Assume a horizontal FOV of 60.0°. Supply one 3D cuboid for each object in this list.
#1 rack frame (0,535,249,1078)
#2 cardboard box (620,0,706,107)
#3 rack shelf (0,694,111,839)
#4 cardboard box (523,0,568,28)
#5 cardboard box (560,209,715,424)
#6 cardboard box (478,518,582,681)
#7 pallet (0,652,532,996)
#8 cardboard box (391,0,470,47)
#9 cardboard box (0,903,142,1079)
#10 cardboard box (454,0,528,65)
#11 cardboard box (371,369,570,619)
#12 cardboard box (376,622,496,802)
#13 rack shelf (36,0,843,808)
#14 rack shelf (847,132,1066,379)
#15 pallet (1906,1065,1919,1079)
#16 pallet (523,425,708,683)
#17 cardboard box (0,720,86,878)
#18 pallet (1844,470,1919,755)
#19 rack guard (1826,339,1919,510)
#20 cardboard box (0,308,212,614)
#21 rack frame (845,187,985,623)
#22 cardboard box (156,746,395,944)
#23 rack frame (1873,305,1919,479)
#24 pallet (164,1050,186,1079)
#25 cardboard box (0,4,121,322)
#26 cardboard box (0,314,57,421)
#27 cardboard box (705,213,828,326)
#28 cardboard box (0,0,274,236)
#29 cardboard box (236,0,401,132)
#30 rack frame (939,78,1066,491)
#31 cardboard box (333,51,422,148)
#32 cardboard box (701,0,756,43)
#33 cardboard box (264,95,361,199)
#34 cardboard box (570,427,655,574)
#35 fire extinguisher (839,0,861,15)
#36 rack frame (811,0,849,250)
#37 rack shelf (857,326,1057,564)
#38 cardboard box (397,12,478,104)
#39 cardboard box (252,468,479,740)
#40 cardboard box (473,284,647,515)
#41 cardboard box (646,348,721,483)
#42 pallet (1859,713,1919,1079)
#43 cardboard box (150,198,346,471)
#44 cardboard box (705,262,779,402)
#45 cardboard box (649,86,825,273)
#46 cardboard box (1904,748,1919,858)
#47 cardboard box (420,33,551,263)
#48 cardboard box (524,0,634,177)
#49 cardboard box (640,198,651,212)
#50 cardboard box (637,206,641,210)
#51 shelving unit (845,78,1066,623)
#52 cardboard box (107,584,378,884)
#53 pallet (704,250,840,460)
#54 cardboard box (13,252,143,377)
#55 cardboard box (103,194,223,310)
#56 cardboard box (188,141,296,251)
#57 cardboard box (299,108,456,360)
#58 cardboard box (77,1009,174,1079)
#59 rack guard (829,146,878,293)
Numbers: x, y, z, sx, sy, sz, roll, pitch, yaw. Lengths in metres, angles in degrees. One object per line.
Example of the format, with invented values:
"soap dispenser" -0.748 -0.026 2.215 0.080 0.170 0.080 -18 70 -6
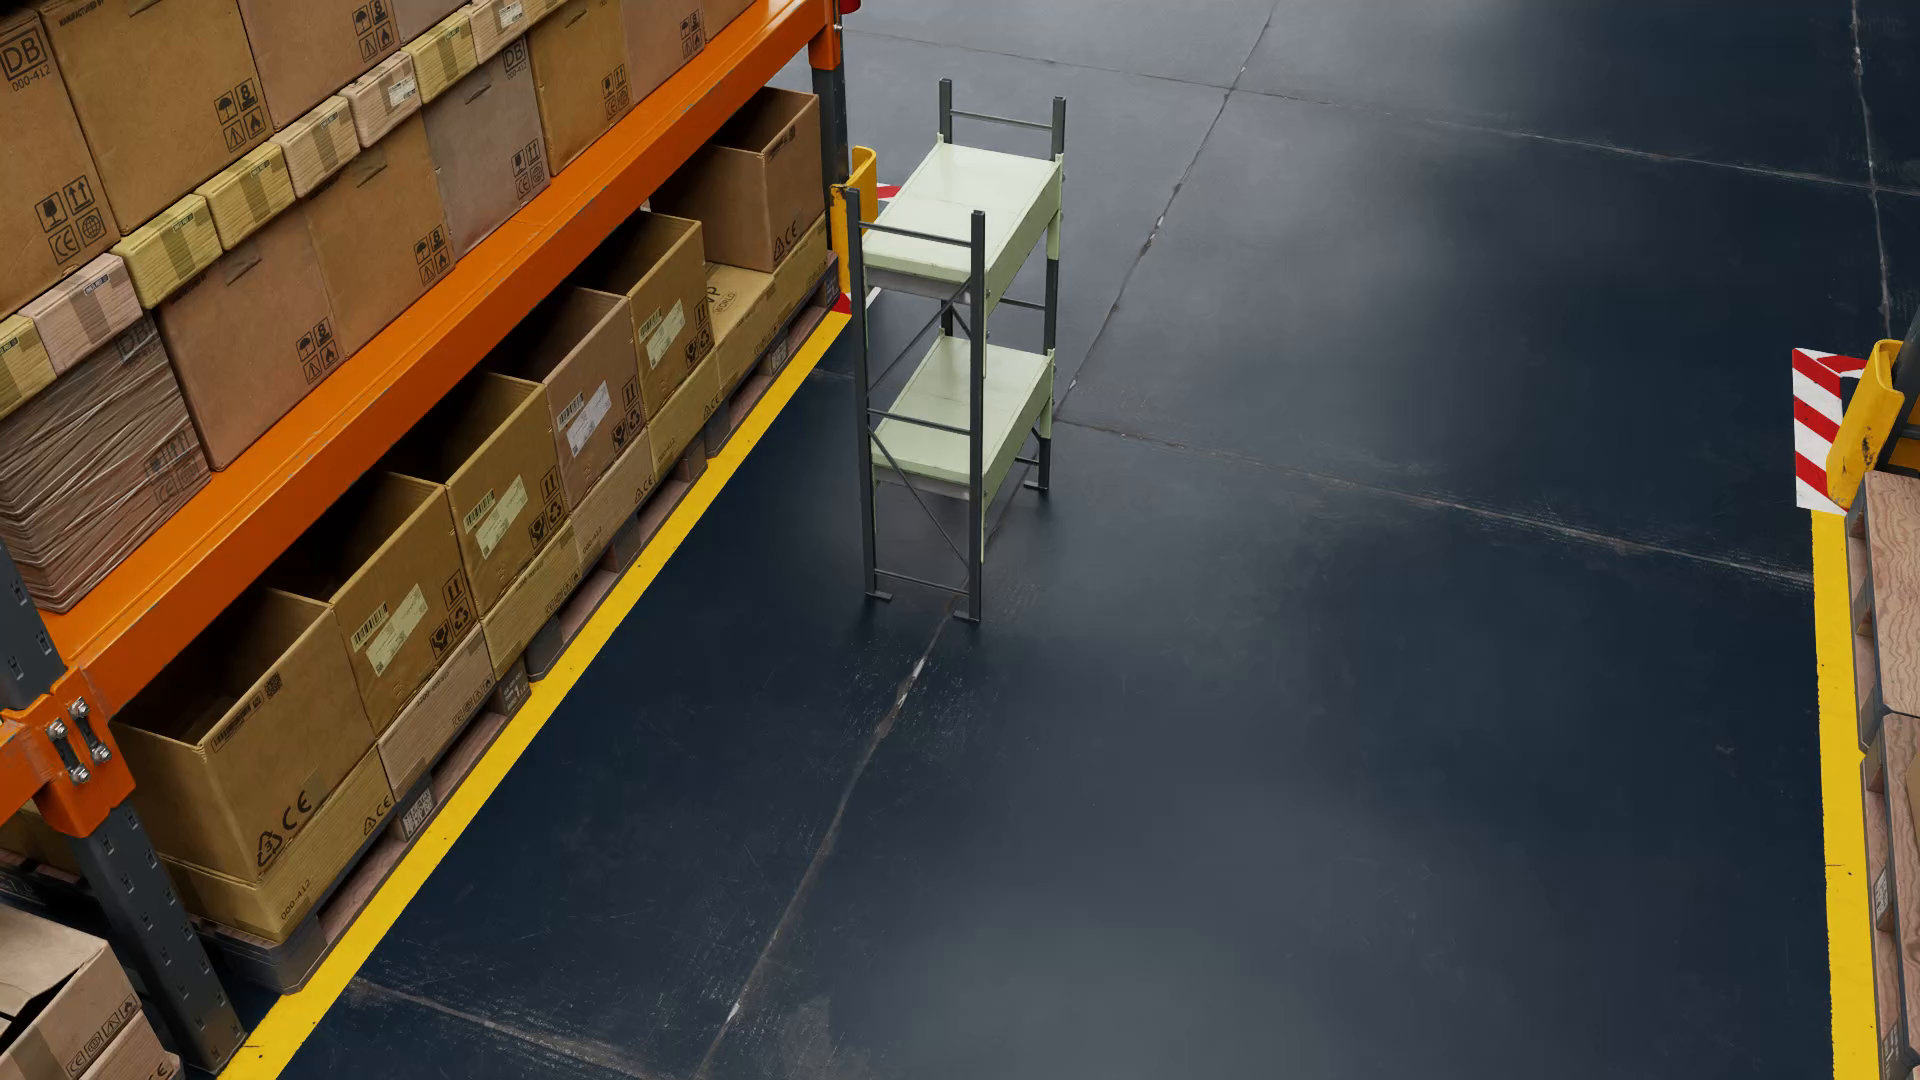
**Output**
"rack frame" -2.312 0.058 3.371 1.000 3.000 0.127 13 42 15
"cardboard box" -1.291 -1.816 5.491 0.700 0.500 0.500 14 43 16
"rack shelf" -2.996 1.552 2.174 1.077 0.370 4.000 13 42 15
"cardboard box" -1.337 -1.601 4.739 0.380 0.149 0.250 14 43 16
"cardboard box" -1.176 -0.774 5.564 0.500 0.500 0.500 13 42 15
"cardboard box" -1.517 0.121 5.092 0.500 0.250 0.500 13 42 15
"pallet" -2.000 0.643 4.833 1.003 0.211 1.213 13 42 15
"cardboard box" -1.651 -1.664 4.312 0.700 0.500 0.500 13 42 15
"cardboard box" -2.181 1.042 3.581 0.500 0.311 0.500 13 42 15
"cardboard box" -1.424 -1.444 4.555 0.380 0.149 0.250 13 42 14
"cardboard box" -1.517 -0.164 4.849 0.500 0.500 0.500 13 42 15
"cardboard box" -1.692 0.425 4.736 0.500 0.250 0.500 13 42 15
"rack shelf" -1.628 -0.888 5.034 1.077 0.370 4.000 13 42 15
"rack shelf" 0.002 -0.872 5.015 0.431 0.370 0.720 13 42 15
"pallet" 2.541 1.799 3.479 1.003 0.211 1.213 13 42 15
"pallet" -1.585 -0.103 5.709 1.003 0.211 1.213 13 42 15
"cardboard box" -2.358 0.613 4.515 0.500 0.250 0.500 13 42 15
"pallet" 3.376 0.310 5.223 1.003 0.211 1.213 13 42 15
"rack guard" 3.687 -0.287 5.701 1.175 0.500 0.348 13 42 15
"cardboard box" -2.166 -0.252 3.657 0.700 0.500 0.500 12 42 14
"rack frame" -0.123 -0.351 5.006 0.400 1.500 0.023 13 42 15
"cardboard box" -1.868 0.729 4.380 0.500 0.250 0.500 13 42 15
"rack frame" 3.713 -1.284 4.944 1.000 3.000 0.127 13 42 15
"pallet" -2.527 1.577 3.739 1.003 0.211 1.213 13 42 15
"cardboard box" -2.166 -0.745 3.236 0.700 0.500 0.500 13 42 15
"cardboard box" -2.038 -0.348 3.270 0.380 0.149 0.250 13 42 15
"cardboard box" -0.850 -1.103 6.526 0.500 0.250 0.500 13 42 15
"cardboard box" -1.994 -1.054 3.598 0.700 0.500 0.500 13 42 15
"cardboard box" -1.822 -1.359 3.956 0.700 0.500 0.500 13 42 15
"rack frame" 0.127 -0.798 5.530 0.400 1.500 0.023 13 42 15
"cardboard box" -1.601 -1.134 4.192 0.380 0.149 0.250 12 42 14
"cardboard box" -1.115 -2.138 5.867 0.700 0.500 0.500 13 42 15
"cardboard box" -1.689 -0.971 4.000 0.380 0.149 0.250 12 42 14
"cardboard box" -1.351 -0.185 5.451 0.500 0.250 0.500 13 42 15
"fire extinguisher" -0.467 -2.321 6.219 0.296 0.674 0.183 13 42 15
"rack frame" -0.944 -2.382 6.230 1.000 3.000 0.127 13 42 15
"rack shelf" 0.002 -0.327 5.480 0.431 0.370 0.720 13 42 15
"cardboard box" -1.511 -1.293 4.378 0.380 0.149 0.250 13 42 15
"cardboard box" -1.695 0.139 4.493 0.500 0.500 0.500 13 42 15
"cardboard box" -1.348 -0.470 5.206 0.500 0.500 0.500 13 42 15
"cardboard box" -1.179 -0.490 5.808 0.500 0.250 0.500 13 42 15
"pallet" 2.957 1.052 4.354 1.003 0.211 1.213 13 42 15
"cardboard box" -1.992 -0.575 4.036 0.700 0.500 0.500 13 42 15
"cardboard box" -1.009 -0.795 6.166 0.500 0.250 0.500 13 42 15
"cardboard box" -0.848 -1.387 6.282 0.500 0.500 0.500 13 42 15
"cardboard box" 2.899 0.685 4.223 0.700 0.500 0.500 11 42 12
"cardboard box" -1.642 -1.193 4.760 0.700 0.500 0.500 15 43 16
"cardboard box" -1.466 -1.515 5.137 0.700 0.500 0.500 14 42 15
"cardboard box" -1.336 -1.218 6.661 0.500 0.250 0.500 13 42 15
"cardboard box" -1.505 -1.197 6.060 0.500 0.500 0.500 13 42 15
"shelving unit" 0.002 -0.575 5.268 0.431 1.500 0.755 13 42 15
"cardboard box" -1.859 0.446 4.134 0.500 0.500 0.500 13 42 15
"pallet" -1.166 -0.845 6.578 1.003 0.211 1.213 13 42 15
"cardboard box" -1.952 -0.501 3.449 0.380 0.149 0.250 14 42 16
"cardboard box" -1.865 -0.659 3.634 0.380 0.149 0.250 12 42 14
"cardboard box" -1.777 -0.819 3.822 0.380 0.149 0.250 13 42 15
"cardboard box" -1.816 -0.880 4.394 0.700 0.500 0.500 14 42 16
"cardboard box" -2.181 1.262 3.755 0.500 0.250 0.500 13 42 15
"rack guard" -0.936 -1.445 7.059 1.175 0.500 0.348 13 42 15
